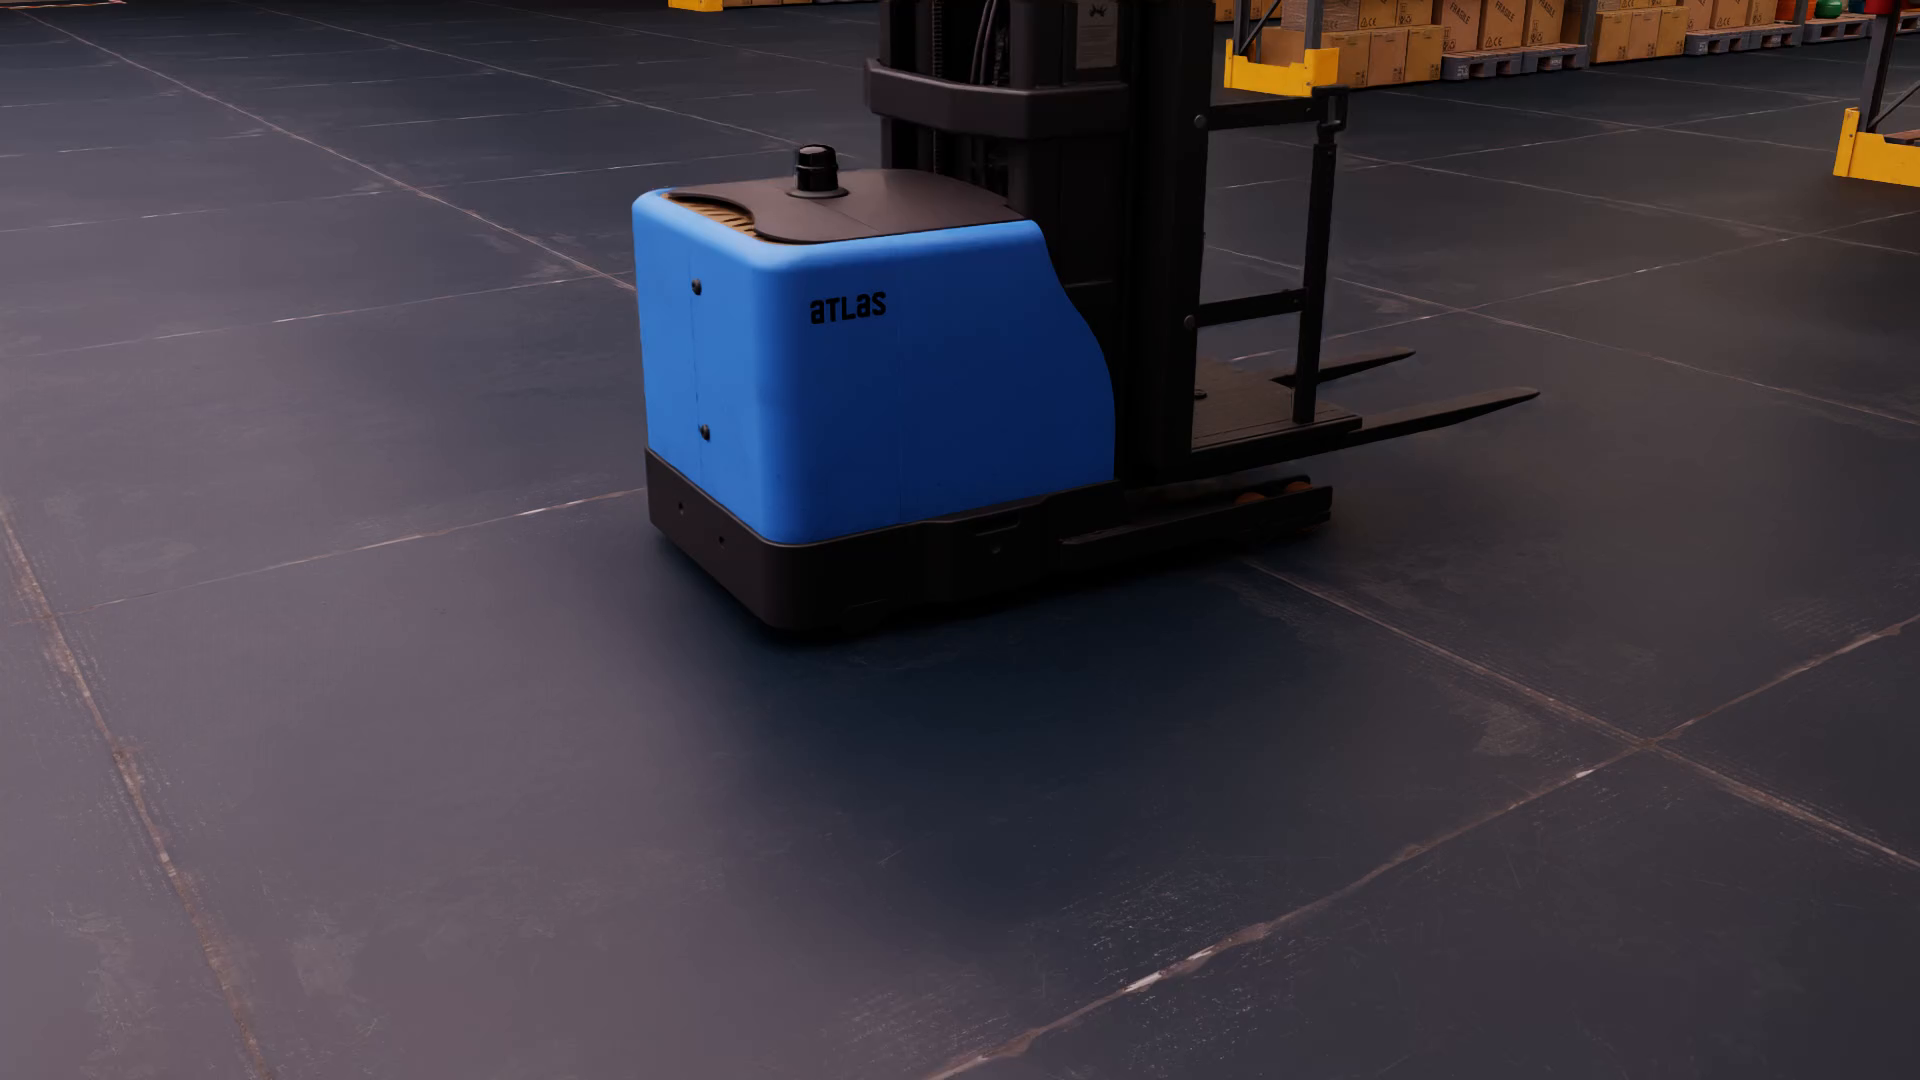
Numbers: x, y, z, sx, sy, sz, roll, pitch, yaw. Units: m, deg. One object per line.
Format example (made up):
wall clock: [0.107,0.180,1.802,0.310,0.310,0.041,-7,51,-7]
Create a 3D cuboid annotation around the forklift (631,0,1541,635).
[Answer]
forklift: [0.573,-1.495,4.949,3.031,2.935,1.130,-12,25,-28]
